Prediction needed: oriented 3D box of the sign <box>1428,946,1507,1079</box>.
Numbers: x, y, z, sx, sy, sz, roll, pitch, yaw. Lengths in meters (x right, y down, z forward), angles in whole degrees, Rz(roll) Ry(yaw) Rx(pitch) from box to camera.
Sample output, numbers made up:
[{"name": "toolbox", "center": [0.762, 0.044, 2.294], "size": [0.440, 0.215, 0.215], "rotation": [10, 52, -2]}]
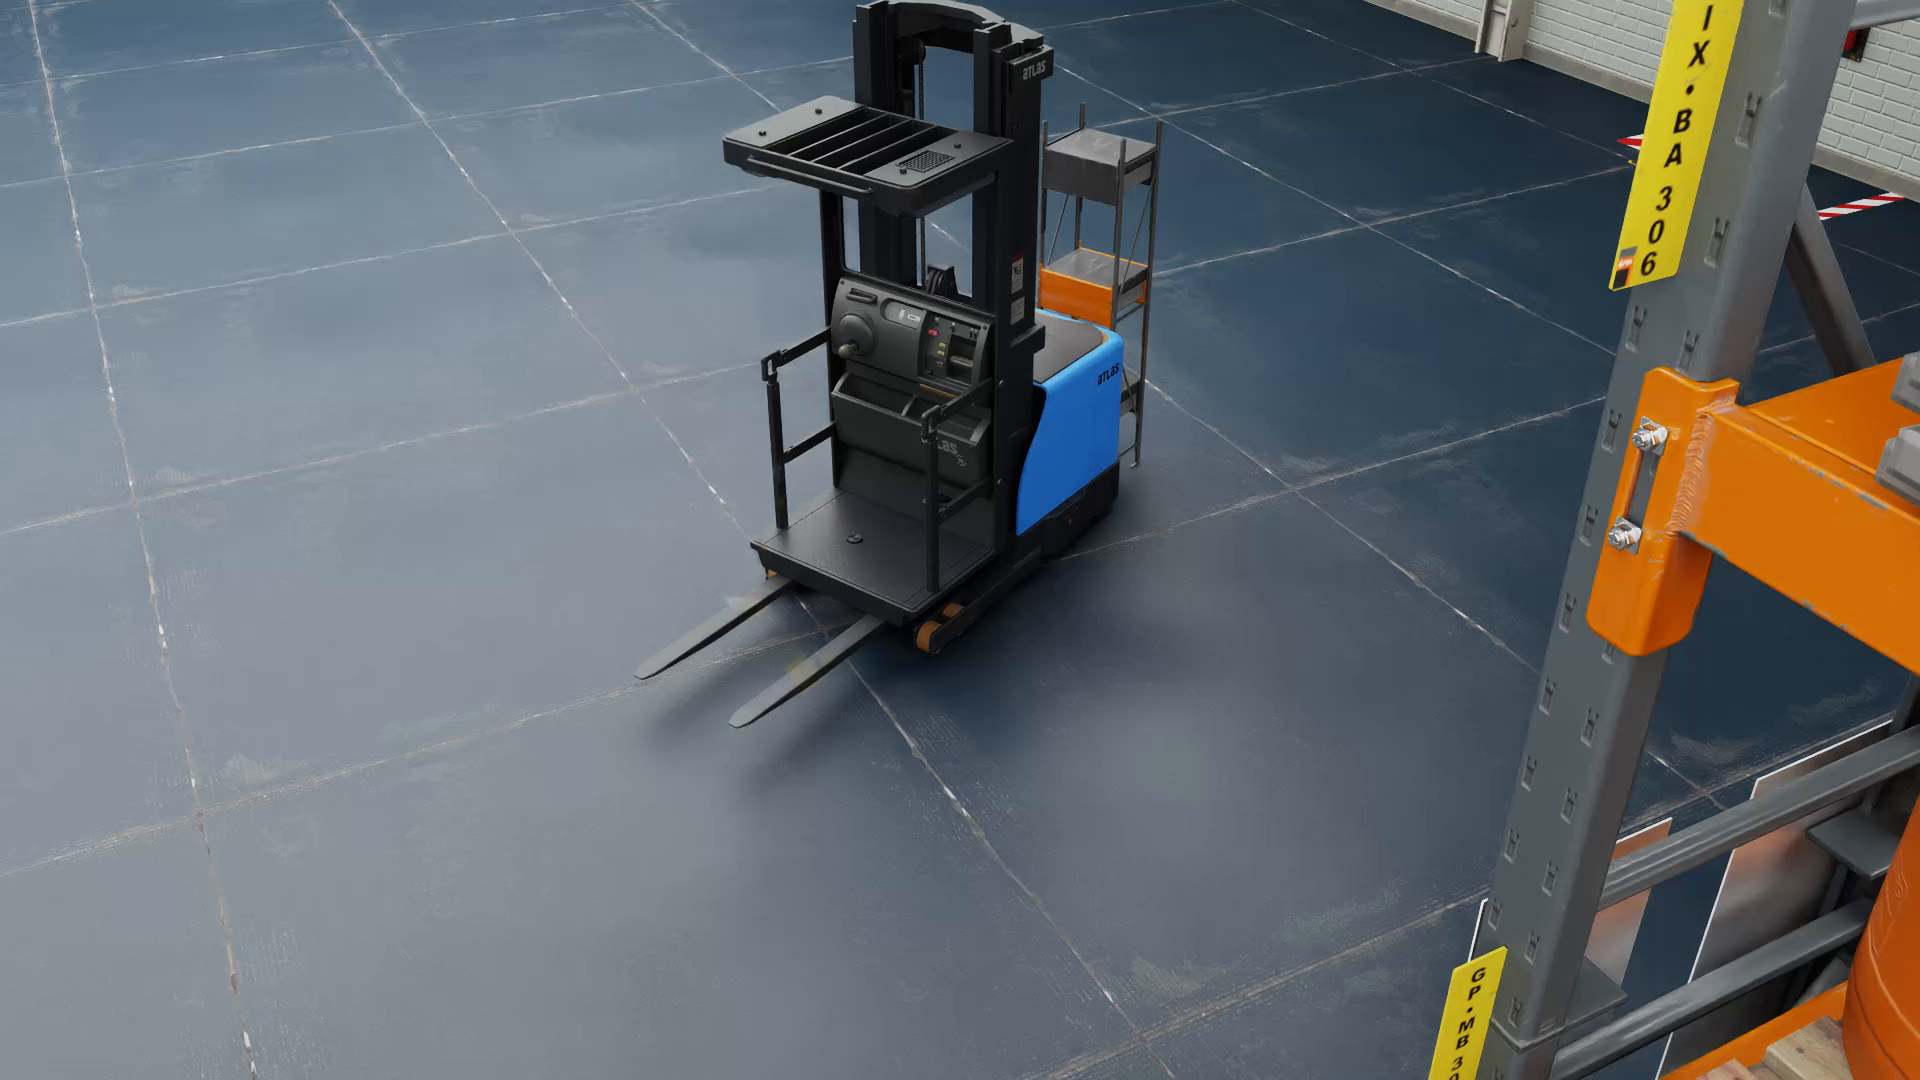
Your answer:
[{"name": "sign", "center": [0.760, 0.747, 2.514], "size": [0.100, 0.325, 0.005], "rotation": [-16, 36, -23]}]

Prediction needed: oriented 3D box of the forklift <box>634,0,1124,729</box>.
[{"name": "forklift", "center": [-0.375, -0.961, 8.032], "size": [1.130, 2.935, 3.031], "rotation": [22, 39, 30]}]

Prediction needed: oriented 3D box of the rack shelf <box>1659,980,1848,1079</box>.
[{"name": "rack shelf", "center": [2.181, 1.872, 1.434], "size": [1.077, 0.370, 4.000], "rotation": [-16, 36, -23]}]

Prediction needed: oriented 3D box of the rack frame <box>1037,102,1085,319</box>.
[{"name": "rack frame", "center": [0.560, -1.421, 9.522], "size": [0.015, 2.100, 0.400], "rotation": [22, 39, 30]}]

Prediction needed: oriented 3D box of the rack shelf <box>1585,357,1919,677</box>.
[{"name": "rack shelf", "center": [2.181, 0.777, 0.732], "size": [1.077, 0.370, 4.000], "rotation": [-16, 36, -23]}]

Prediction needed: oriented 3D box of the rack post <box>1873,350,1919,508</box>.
[{"name": "rack post", "center": [1.489, -0.045, 1.442], "size": [0.937, 0.300, 0.954], "rotation": [-12, 35, -18]}]

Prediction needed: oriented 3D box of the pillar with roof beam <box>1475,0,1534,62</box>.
[{"name": "pillar with roof beam", "center": [1.701, -7.668, 12.876], "size": [9.100, 9.000, 0.400], "rotation": [-16, 36, -23]}]

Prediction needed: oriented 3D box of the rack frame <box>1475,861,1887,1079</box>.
[{"name": "rack frame", "center": [1.249, 1.878, 3.539], "size": [1.000, 3.000, 0.127], "rotation": [-16, 36, -23]}]

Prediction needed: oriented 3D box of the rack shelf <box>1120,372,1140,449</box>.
[{"name": "rack shelf", "center": [0.757, -0.742, 9.785], "size": [0.480, 0.518, 0.431], "rotation": [22, 39, 30]}]

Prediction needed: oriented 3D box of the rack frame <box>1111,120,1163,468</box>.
[{"name": "rack frame", "center": [0.953, -1.265, 9.277], "size": [0.015, 2.100, 0.400], "rotation": [22, 39, 30]}]

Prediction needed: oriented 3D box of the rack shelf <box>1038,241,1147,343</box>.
[{"name": "rack shelf", "center": [0.757, -1.331, 9.407], "size": [0.480, 0.518, 0.431], "rotation": [22, 39, 30]}]

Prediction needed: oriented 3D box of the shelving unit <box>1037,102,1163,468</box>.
[{"name": "shelving unit", "center": [0.757, -1.343, 9.400], "size": [0.503, 2.100, 0.431], "rotation": [22, 39, 30]}]

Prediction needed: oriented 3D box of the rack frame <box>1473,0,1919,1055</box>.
[{"name": "rack frame", "center": [1.249, -0.648, 1.920], "size": [1.000, 3.000, 0.127], "rotation": [-16, 36, -23]}]

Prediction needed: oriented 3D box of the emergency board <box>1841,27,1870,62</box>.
[{"name": "emergency board", "center": [7.189, -4.550, 13.571], "size": [0.194, 1.169, 0.643], "rotation": [-16, 36, -23]}]

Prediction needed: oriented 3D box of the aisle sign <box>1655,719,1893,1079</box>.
[{"name": "aisle sign", "center": [1.478, 0.674, 3.007], "size": [0.394, 0.787, 0.004], "rotation": [-16, 36, -23]}]

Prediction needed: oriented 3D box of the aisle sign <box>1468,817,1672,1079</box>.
[{"name": "aisle sign", "center": [0.956, 0.822, 2.776], "size": [0.394, 0.787, 0.004], "rotation": [-16, 36, -23]}]

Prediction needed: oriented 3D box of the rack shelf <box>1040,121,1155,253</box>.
[{"name": "rack shelf", "center": [0.757, -1.921, 9.029], "size": [0.480, 0.518, 0.431], "rotation": [22, 39, 30]}]

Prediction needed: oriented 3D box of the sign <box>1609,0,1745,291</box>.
[{"name": "sign", "center": [0.760, -0.424, 1.764], "size": [0.100, 0.325, 0.005], "rotation": [-16, 36, -23]}]

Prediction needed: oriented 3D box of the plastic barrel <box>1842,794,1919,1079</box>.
[{"name": "plastic barrel", "center": [1.588, 0.457, 2.188], "size": [0.600, 0.830, 0.708], "rotation": [-16, 36, -23]}]
